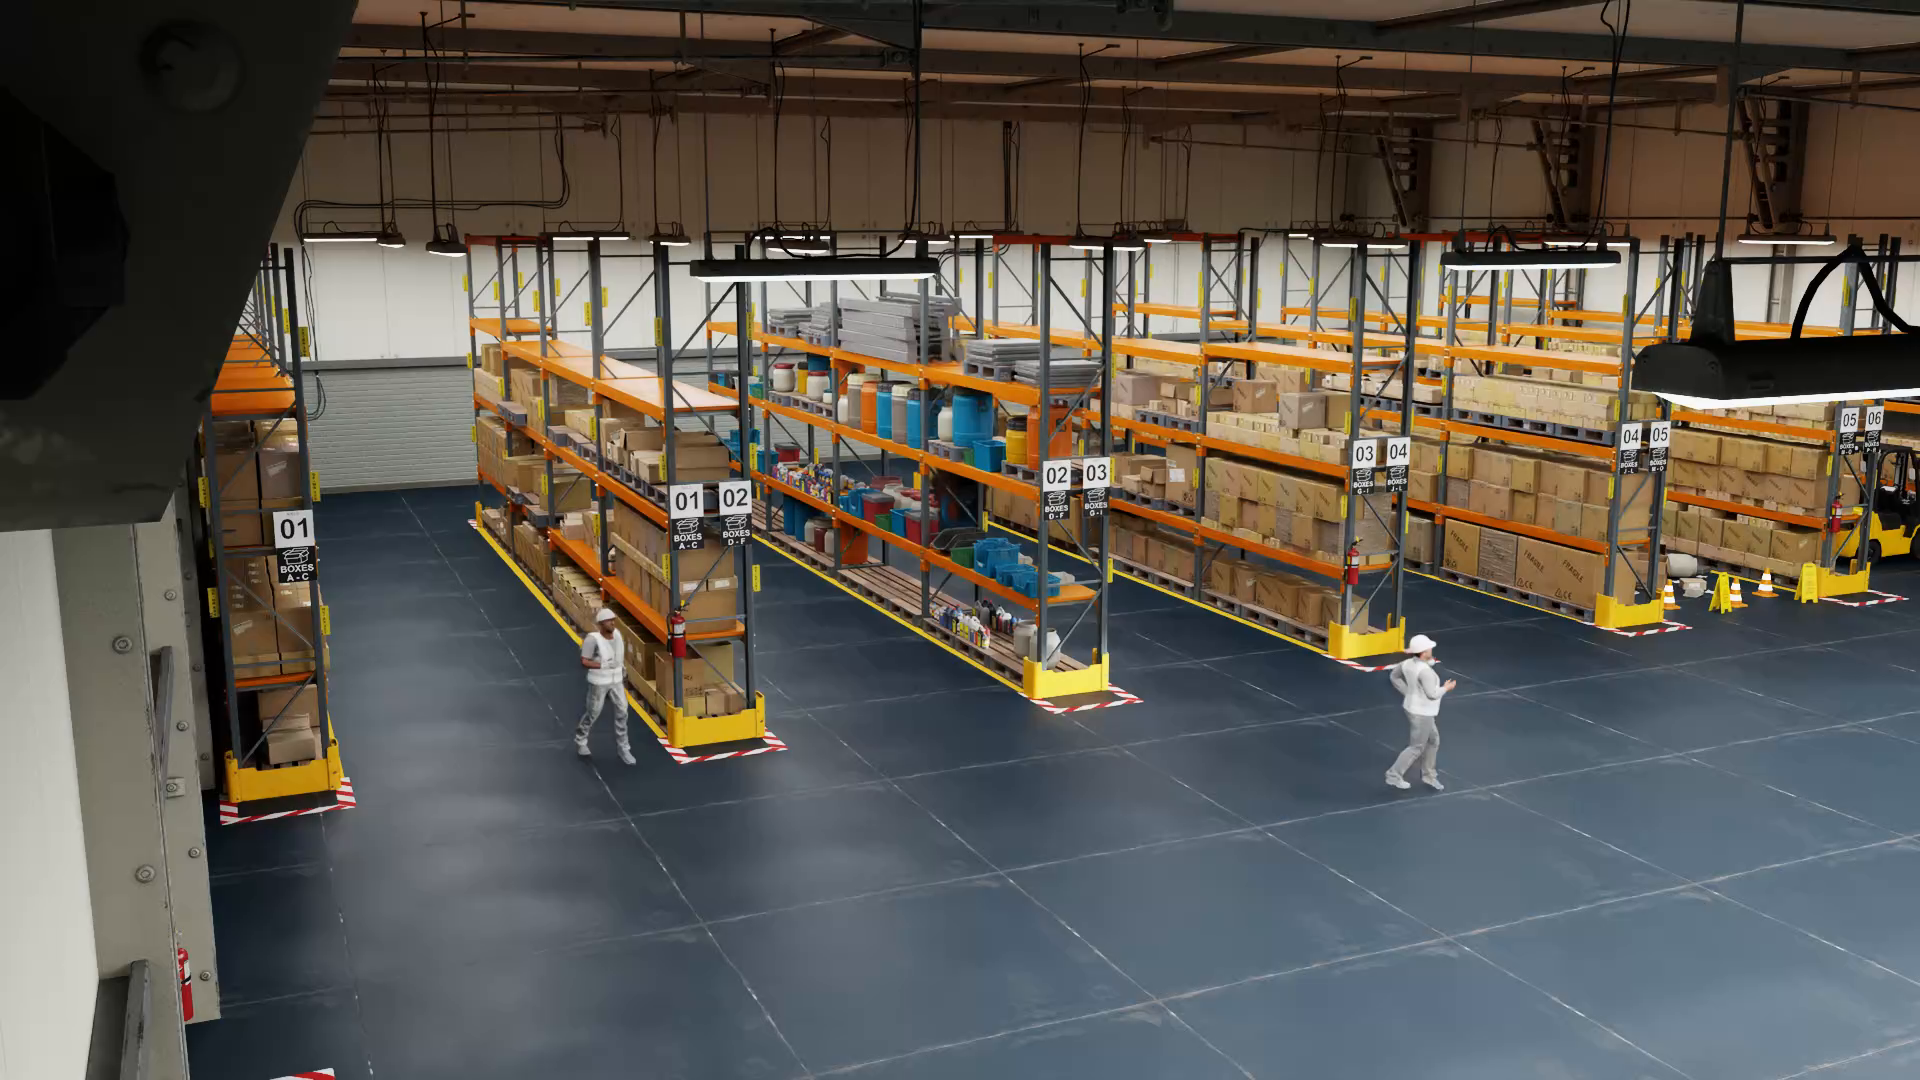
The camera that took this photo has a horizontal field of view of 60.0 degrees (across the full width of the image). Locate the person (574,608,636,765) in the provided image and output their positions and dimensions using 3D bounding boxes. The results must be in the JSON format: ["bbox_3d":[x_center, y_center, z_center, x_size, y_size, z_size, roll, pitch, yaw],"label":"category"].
[{"bbox_3d":[-4.158,1.701,19.586,0.830,1.830,0.693,9,14,39],"label":"person"}]

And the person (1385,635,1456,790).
[{"bbox_3d":[5.097,1.941,18.442,0.742,1.826,0.643,-1,11,-4],"label":"person"}]
